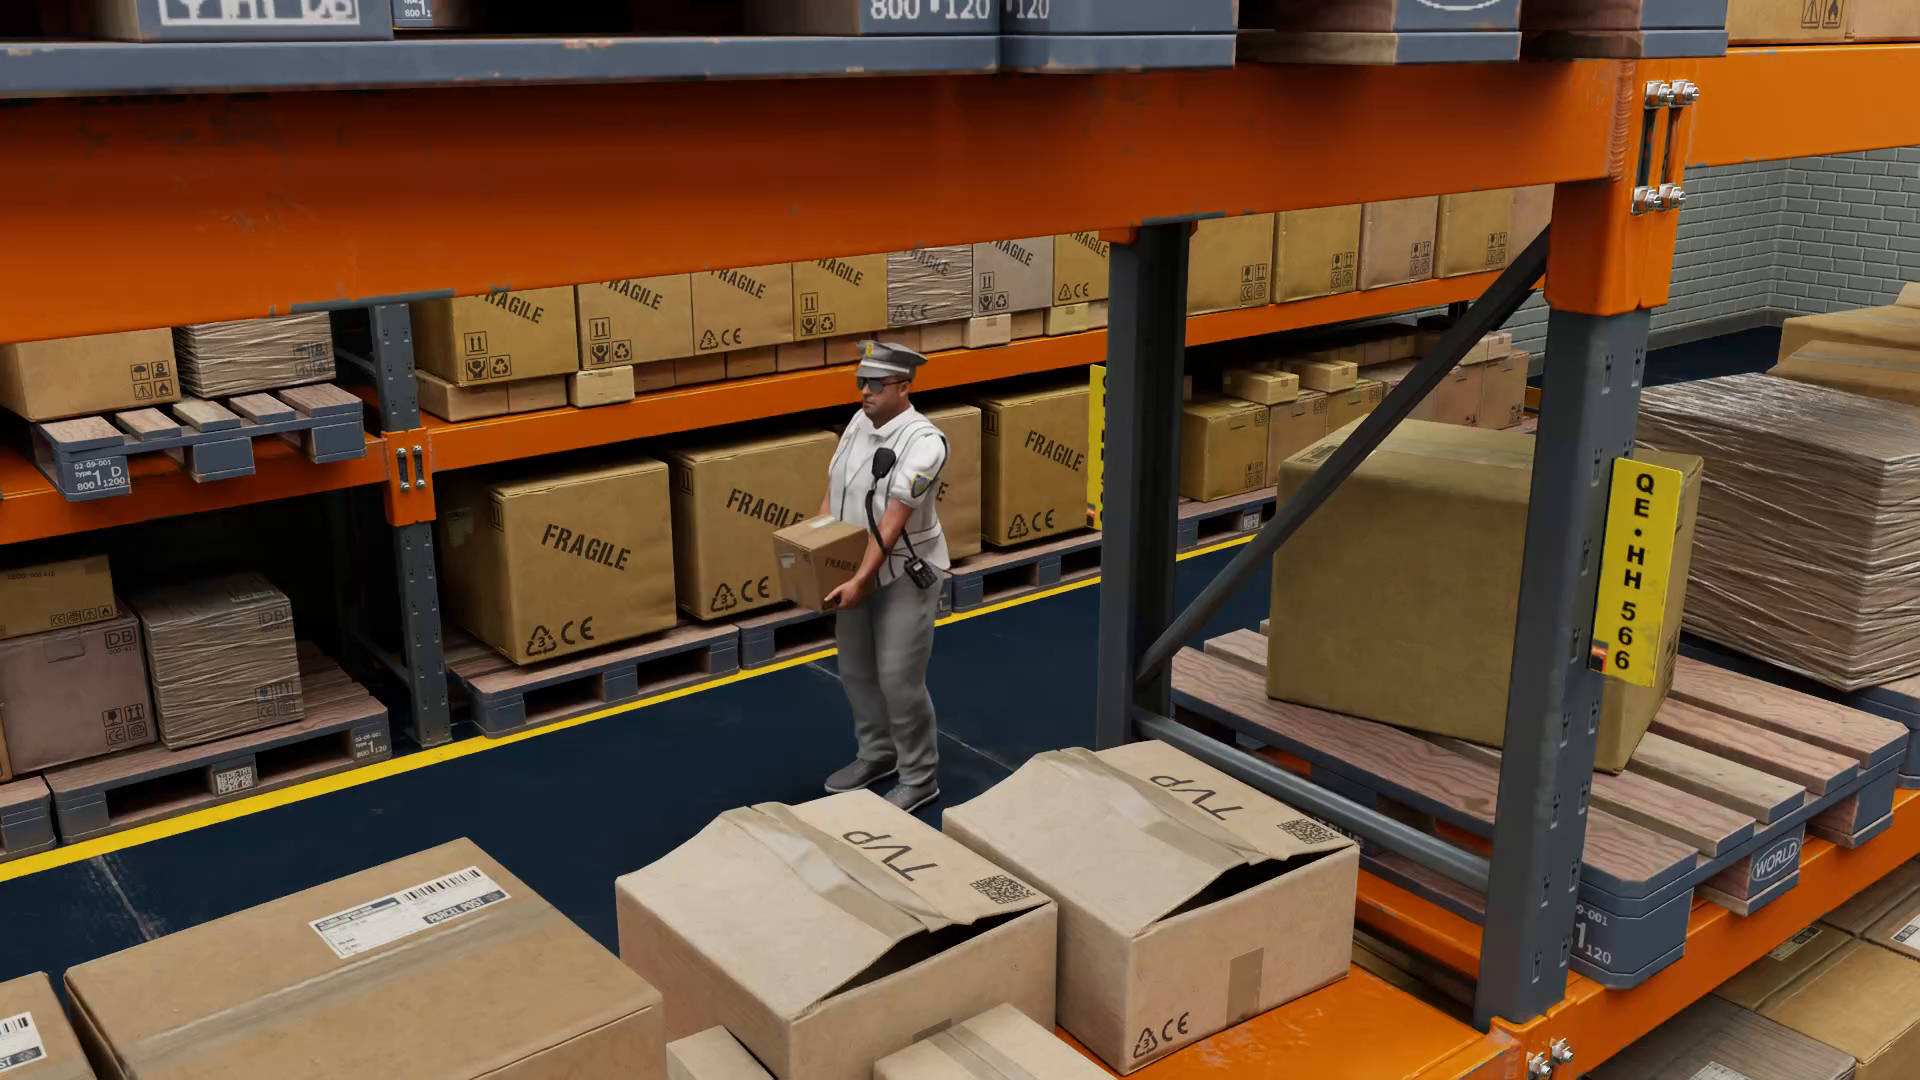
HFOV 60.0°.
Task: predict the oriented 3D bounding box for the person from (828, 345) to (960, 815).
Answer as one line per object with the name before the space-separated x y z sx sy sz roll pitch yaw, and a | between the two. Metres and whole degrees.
person | -0.250 0.135 6.111 0.444 1.747 0.605 -15 23 -40
